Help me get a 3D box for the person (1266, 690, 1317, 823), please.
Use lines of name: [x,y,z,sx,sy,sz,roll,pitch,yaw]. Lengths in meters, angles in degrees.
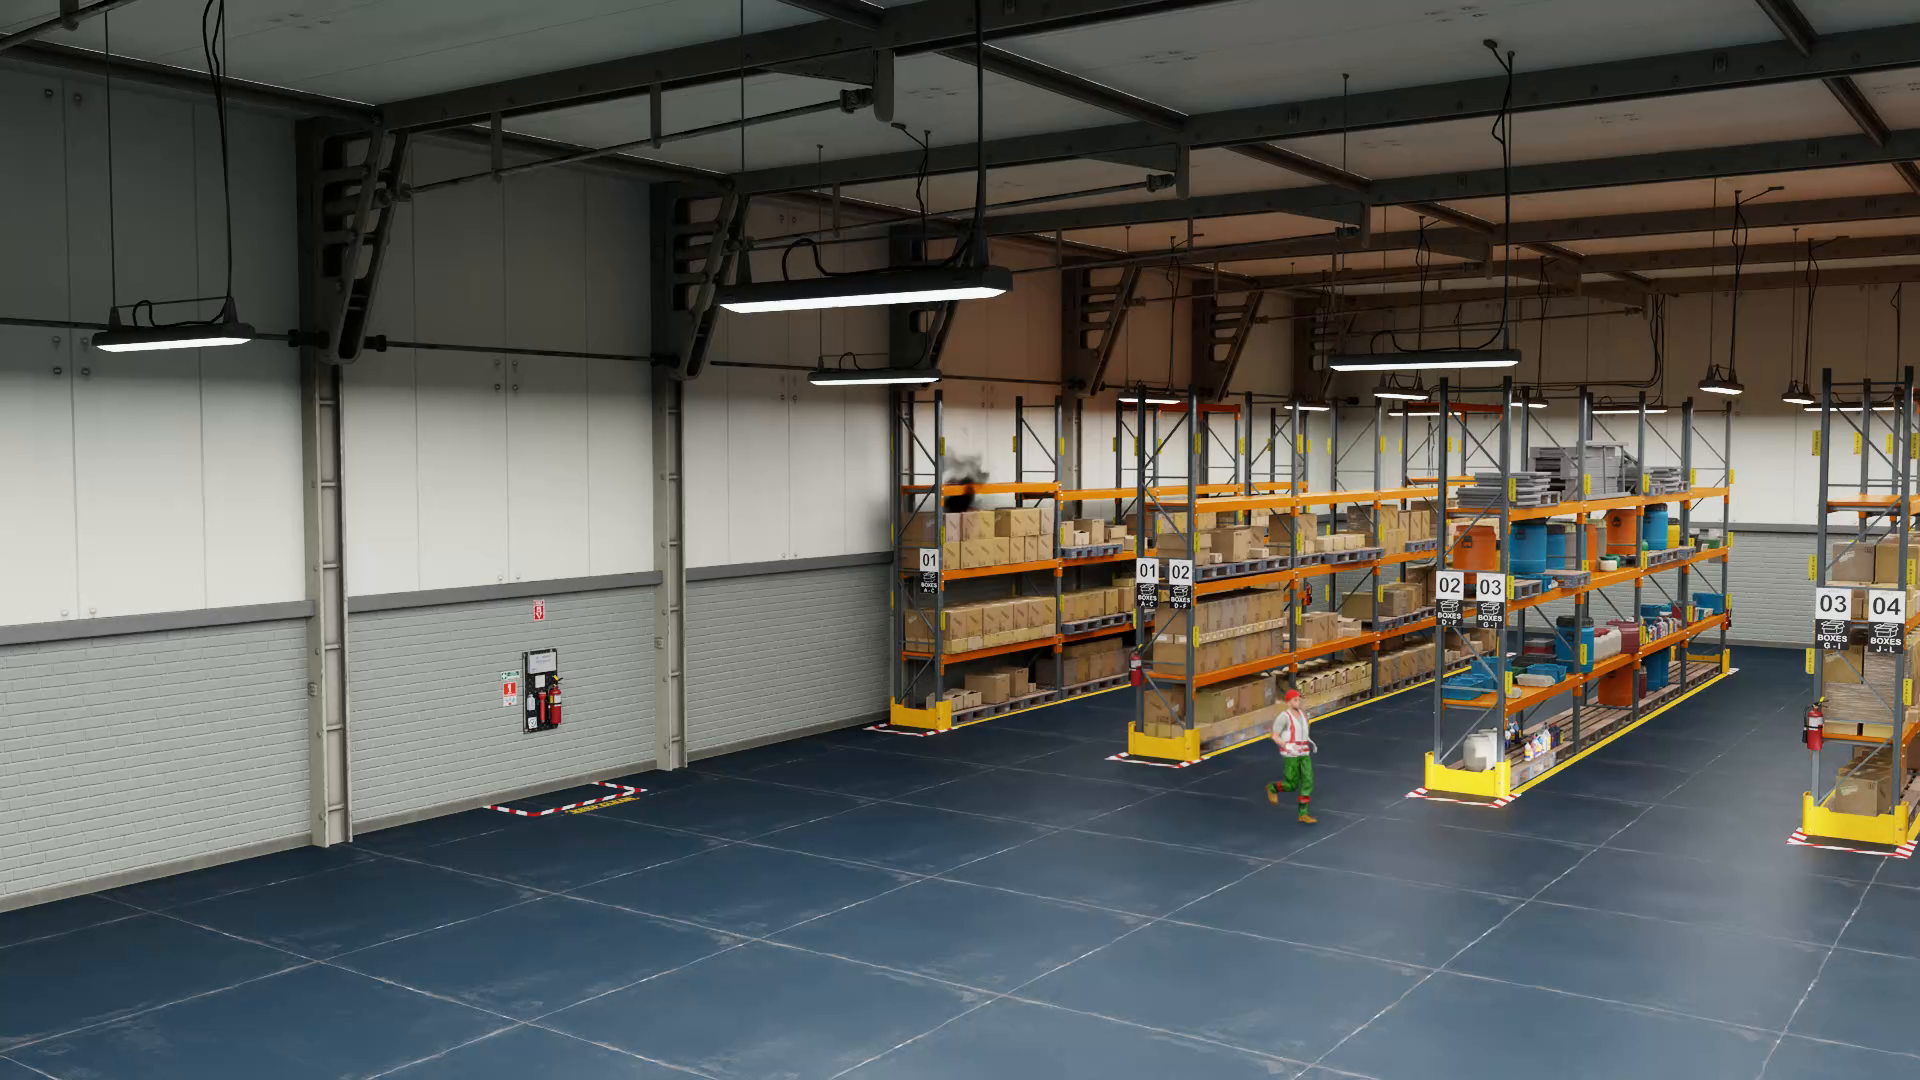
person: [4.490,2.882,22.286,0.669,1.755,0.866,-2,4,-31]
